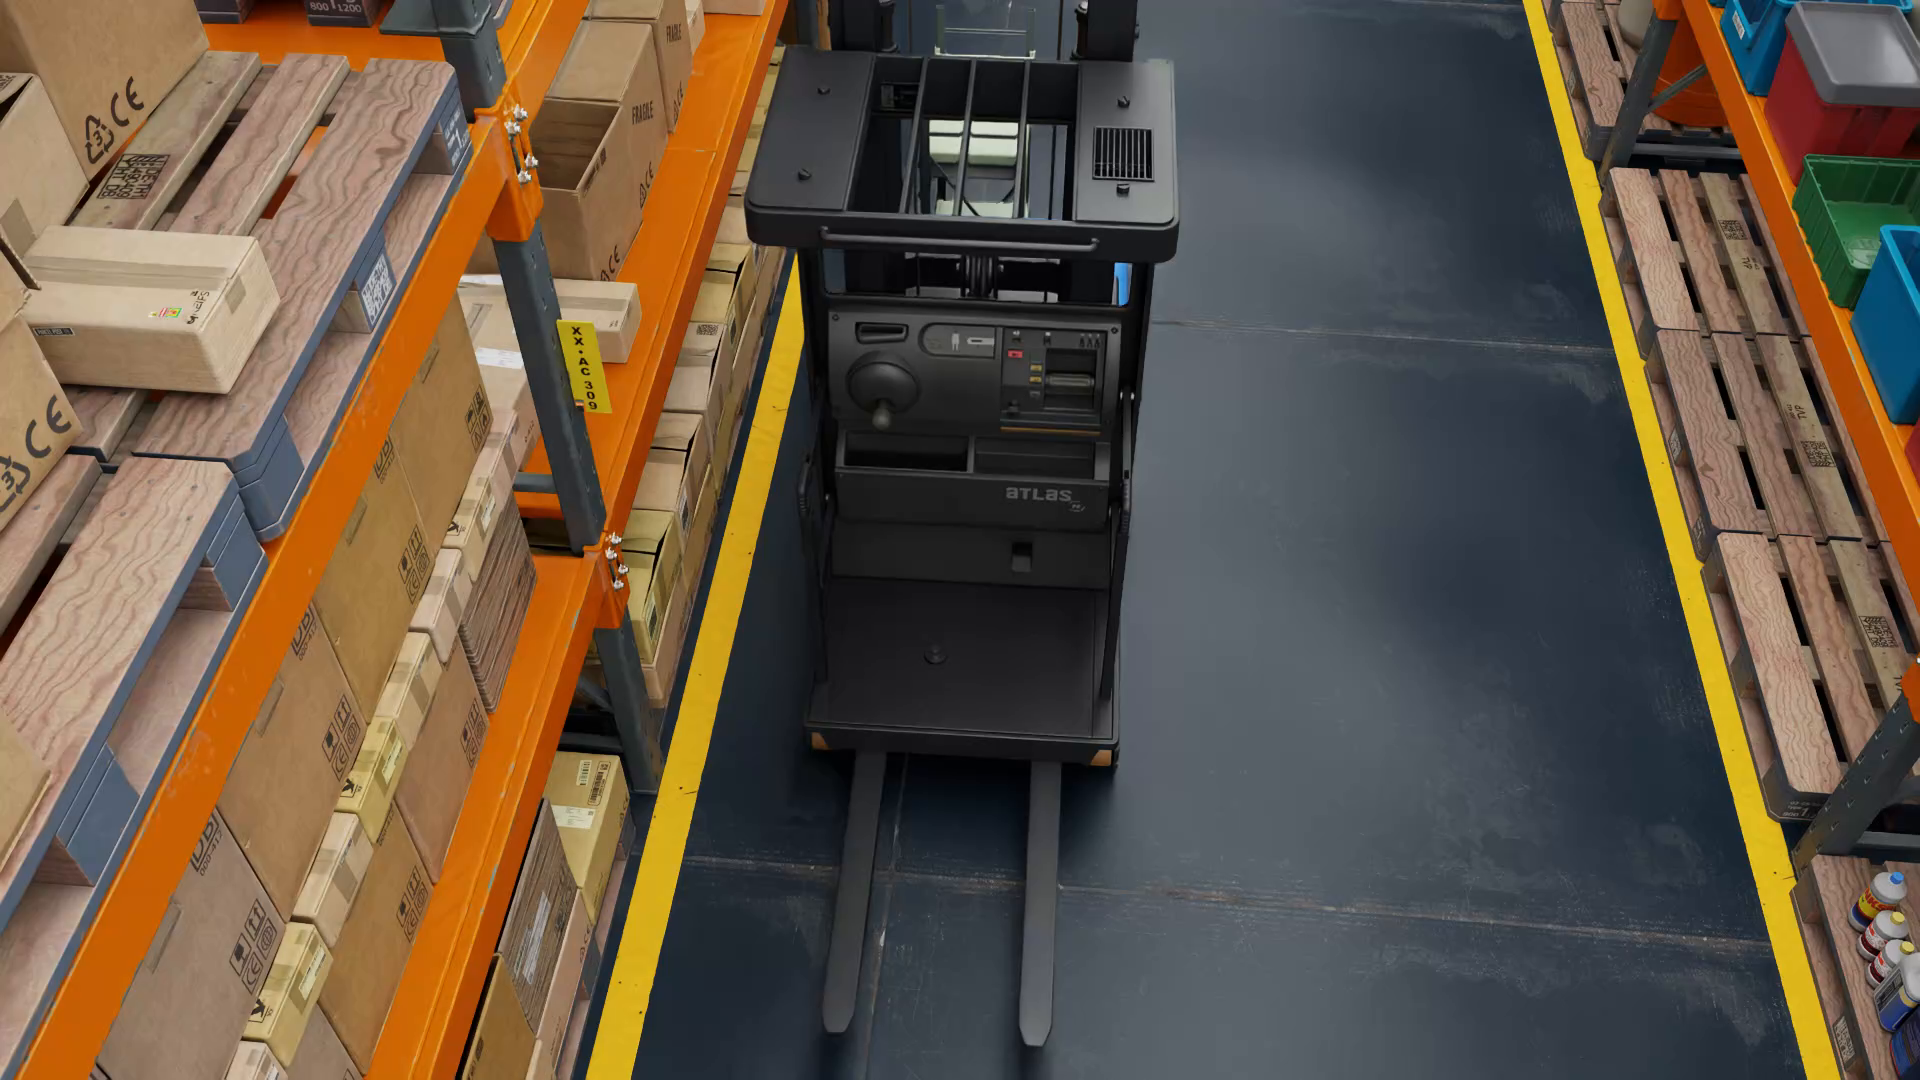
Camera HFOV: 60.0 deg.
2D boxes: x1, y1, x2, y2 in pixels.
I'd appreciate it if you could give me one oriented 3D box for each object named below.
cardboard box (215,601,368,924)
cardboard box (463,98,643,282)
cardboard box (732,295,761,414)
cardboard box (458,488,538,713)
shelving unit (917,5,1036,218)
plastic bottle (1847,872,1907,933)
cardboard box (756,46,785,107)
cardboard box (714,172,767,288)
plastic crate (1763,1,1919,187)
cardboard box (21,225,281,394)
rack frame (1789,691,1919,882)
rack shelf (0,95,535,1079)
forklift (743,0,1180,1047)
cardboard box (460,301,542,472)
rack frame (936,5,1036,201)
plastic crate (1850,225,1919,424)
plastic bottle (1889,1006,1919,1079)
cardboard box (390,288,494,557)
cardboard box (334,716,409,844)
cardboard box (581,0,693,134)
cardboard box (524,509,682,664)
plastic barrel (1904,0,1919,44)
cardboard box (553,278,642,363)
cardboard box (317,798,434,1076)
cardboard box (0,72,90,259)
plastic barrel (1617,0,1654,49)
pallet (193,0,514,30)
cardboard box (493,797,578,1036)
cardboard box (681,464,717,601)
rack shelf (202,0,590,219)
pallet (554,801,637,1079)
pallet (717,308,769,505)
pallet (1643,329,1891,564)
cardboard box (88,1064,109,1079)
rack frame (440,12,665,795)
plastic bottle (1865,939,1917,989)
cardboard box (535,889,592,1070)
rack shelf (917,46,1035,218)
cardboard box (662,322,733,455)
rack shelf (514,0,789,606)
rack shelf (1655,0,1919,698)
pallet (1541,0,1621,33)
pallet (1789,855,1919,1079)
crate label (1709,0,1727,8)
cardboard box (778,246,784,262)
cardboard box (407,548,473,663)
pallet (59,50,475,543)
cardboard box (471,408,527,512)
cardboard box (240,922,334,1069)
[{"bbox_3d":[-1.694,0.411,3.395,0.700,0.500,0.500,4,48,4],"label":"cardboard box"},{"bbox_3d":[-1.434,-1.168,5.717,0.500,0.500,0.500,7,48,6],"label":"cardboard box"},{"bbox_3d":[-1.145,-0.807,7.034,0.500,0.250,0.500,5,48,4],"label":"cardboard box"},{"bbox_3d":[-1.603,0.109,4.550,0.700,0.500,0.500,3,48,3],"label":"cardboard box"},{"bbox_3d":[0.077,-1.358,6.975,0.431,1.500,0.755,3,48,3],"label":"shelving unit"},{"bbox_3d":[2.898,1.129,5.235,0.097,0.271,0.097,0,48,0],"label":"plastic bottle"},{"bbox_3d":[-1.006,-2.124,7.859,0.500,0.311,0.500,5,48,5],"label":"cardboard box"},{"bbox_3d":[-1.096,-1.371,7.170,0.500,0.311,0.500,4,48,3],"label":"cardboard box"},{"bbox_3d":[3.277,-1.642,6.175,0.402,0.464,0.583,4,48,4],"label":"plastic crate"},{"bbox_3d":[-1.406,-0.395,2.837,0.380,0.149,0.250,4,48,4],"label":"cardboard box"},{"bbox_3d":[3.364,0.152,4.578,1.000,3.000,0.127,4,48,4],"label":"rack frame"},{"bbox_3d":[-1.751,0.517,2.699,1.077,0.370,4.000,4,48,4],"label":"rack shelf"},{"bbox_3d":[0.031,-0.435,5.162,1.130,2.935,3.031,3,48,3],"label":"forklift"},{"bbox_3d":[-1.567,-0.498,5.274,0.500,0.250,0.500,7,48,6],"label":"cardboard box"},{"bbox_3d":[0.103,-1.627,7.222,0.400,1.500,0.023,3,48,3],"label":"rack frame"},{"bbox_3d":[3.155,-0.674,5.344,0.392,0.384,0.575,4,48,4],"label":"plastic crate"},{"bbox_3d":[2.877,1.463,4.876,0.144,0.351,0.185,5,48,5],"label":"plastic bottle"},{"bbox_3d":[-1.603,-0.329,4.071,0.700,0.500,0.500,4,48,4],"label":"cardboard box"},{"bbox_3d":[-1.474,0.526,3.729,0.380,0.149,0.250,4,48,3],"label":"cardboard box"},{"bbox_3d":[-1.341,-1.922,6.408,0.500,0.500,0.500,2,48,1],"label":"cardboard box"},{"bbox_3d":[-1.283,0.127,5.800,0.500,0.311,0.500,4,48,4],"label":"cardboard box"},{"bbox_3d":[3.847,-2.054,6.520,0.421,0.512,0.421,0,48,0],"label":"plastic barrel"},{"bbox_3d":[-1.284,-0.736,5.561,0.380,0.149,0.250,4,48,4],"label":"cardboard box"},{"bbox_3d":[-1.694,0.866,3.858,0.700,0.500,0.500,5,48,4],"label":"cardboard box"},{"bbox_3d":[-1.926,-0.606,2.919,0.500,0.311,0.500,2,48,1],"label":"cardboard box"},{"bbox_3d":[3.719,-2.871,8.744,0.421,0.512,0.421,0,48,0],"label":"plastic barrel"},{"bbox_3d":[-1.501,-1.780,4.442,0.805,0.209,1.217,2,48,2],"label":"pallet"},{"bbox_3d":[-1.450,1.072,4.808,0.500,0.500,0.500,4,48,4],"label":"cardboard box"},{"bbox_3d":[-1.237,-0.053,6.344,0.500,0.250,0.500,5,48,5],"label":"cardboard box"},{"bbox_3d":[-1.386,-2.423,5.388,1.077,0.370,4.000,4,48,4],"label":"rack shelf"},{"bbox_3d":[-1.683,1.339,5.382,1.003,0.211,1.213,4,48,4],"label":"pallet"},{"bbox_3d":[-1.432,-0.685,7.234,1.003,0.211,1.213,4,48,4],"label":"pallet"},{"bbox_3d":[3.505,-0.385,6.959,1.003,0.211,1.213,4,48,4],"label":"pallet"},{"bbox_3d":[-1.785,1.146,2.722,0.700,0.500,0.500,4,48,4],"label":"cardboard box"},{"bbox_3d":[-1.568,-0.184,4.885,1.000,3.000,0.127,4,48,4],"label":"rack frame"},{"bbox_3d":[2.880,1.302,5.124,0.097,0.201,0.097,0,48,0],"label":"plastic bottle"},{"bbox_3d":[-1.448,1.325,5.084,0.500,0.250,0.500,4,48,4],"label":"cardboard box"},{"bbox_3d":[0.077,-1.621,6.687,0.431,0.370,0.720,3,48,3],"label":"rack shelf"},{"bbox_3d":[-1.186,-0.621,6.484,0.500,0.311,0.500,2,48,2],"label":"cardboard box"},{"bbox_3d":[-1.386,-1.410,6.495,1.077,0.370,4.000,4,48,4],"label":"rack shelf"},{"bbox_3d":[3.546,-1.075,6.188,1.077,0.370,4.000,4,48,4],"label":"rack shelf"},{"bbox_3d":[3.873,-3.322,9.645,1.003,0.211,1.213,4,48,4],"label":"pallet"},{"bbox_3d":[3.261,1.584,5.158,1.003,0.211,1.213,4,48,4],"label":"pallet"},{"bbox_3d":[3.317,-2.446,7.068,0.303,0.233,0.416,4,48,4],"label":"crate label"},{"bbox_3d":[-1.052,-1.555,7.718,0.500,0.250,0.500,3,48,3],"label":"cardboard box"},{"bbox_3d":[-1.426,0.152,4.071,0.380,0.149,0.250,3,48,2],"label":"cardboard box"},{"bbox_3d":[-1.620,-0.537,3.236,1.003,0.211,1.213,4,48,4],"label":"pallet"},{"bbox_3d":[-1.380,-0.222,4.413,0.380,0.149,0.250,4,48,3],"label":"cardboard box"},{"bbox_3d":[-1.518,0.906,3.381,0.380,0.149,0.250,5,48,5],"label":"cardboard box"}]
